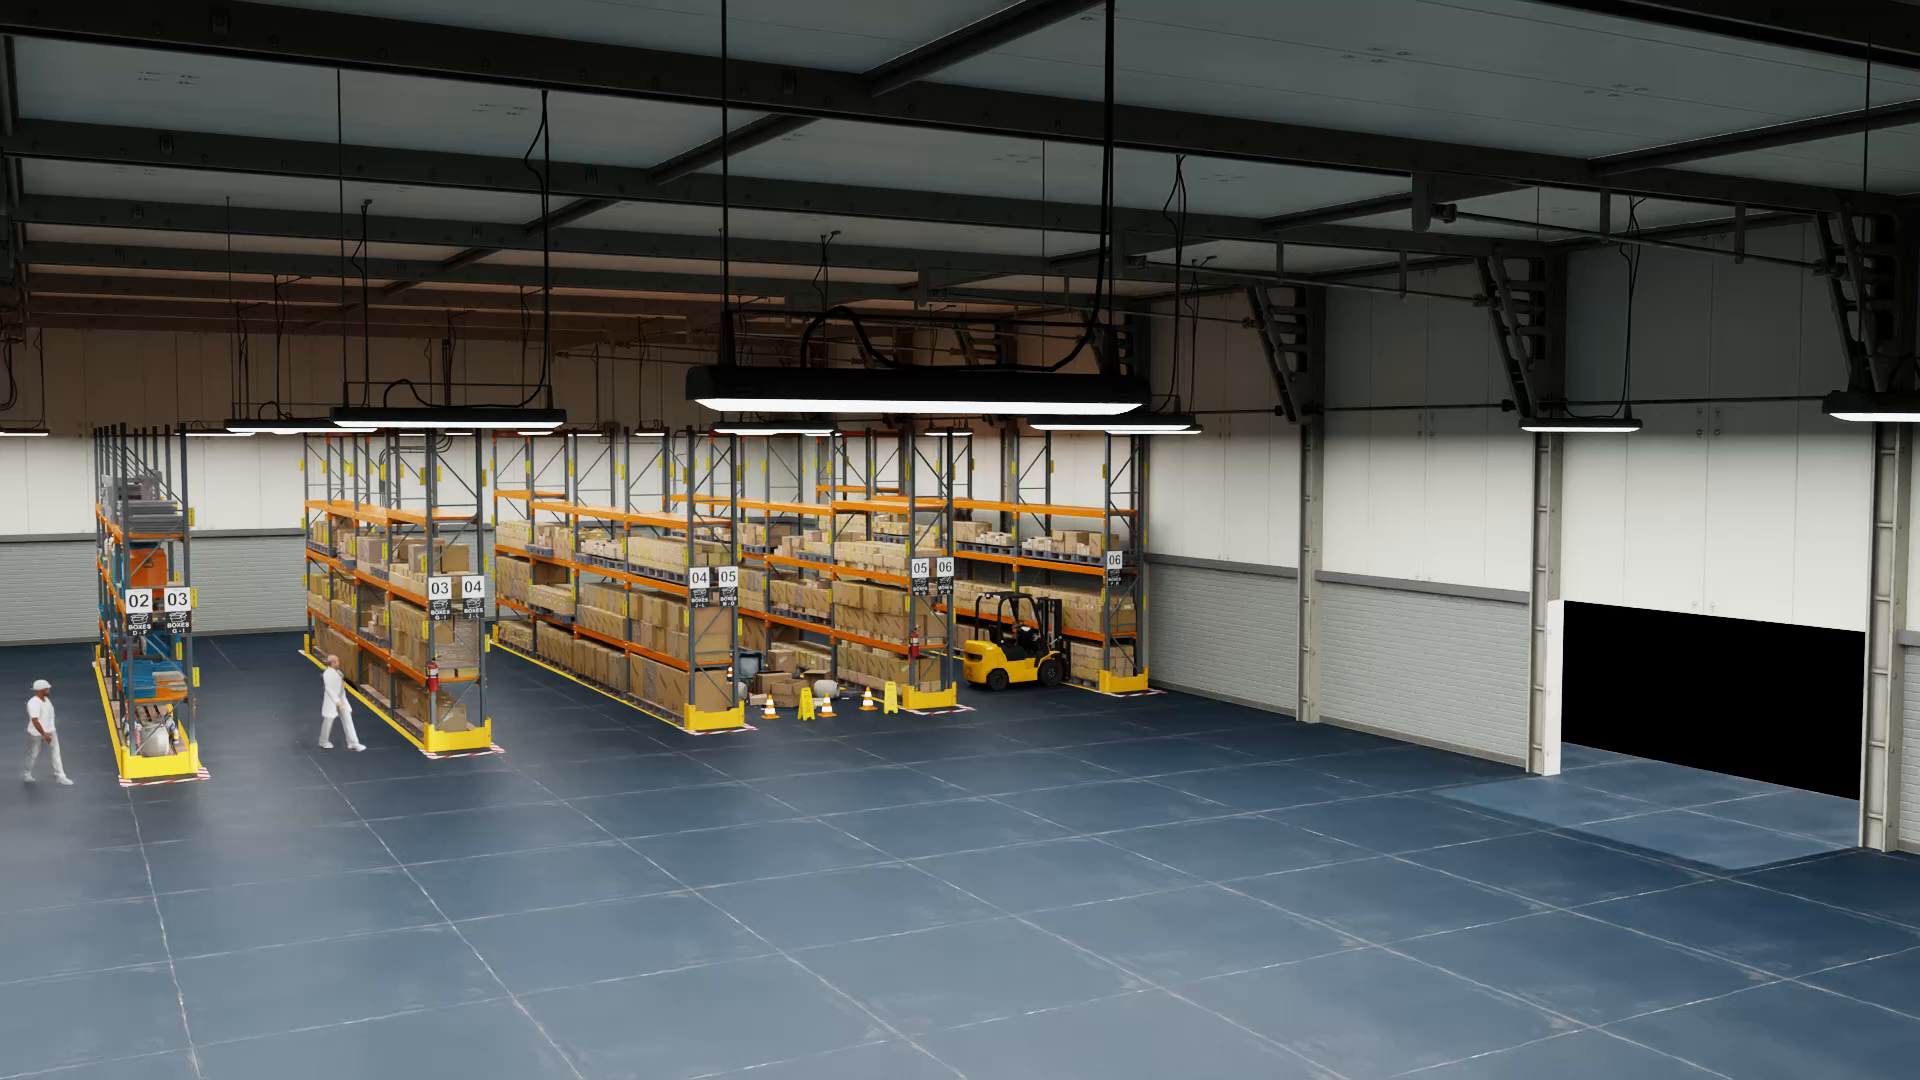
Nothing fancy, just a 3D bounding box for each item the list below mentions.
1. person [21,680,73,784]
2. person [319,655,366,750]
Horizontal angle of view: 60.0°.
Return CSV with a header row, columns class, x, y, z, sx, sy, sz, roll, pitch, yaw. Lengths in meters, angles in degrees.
class,x,y,z,sx,sy,sz,roll,pitch,yaw
person,-15.171,3.174,27.504,1.022,1.713,0.503,2,4,28
person,-11.429,2.976,30.503,1.034,1.732,0.542,2,4,33
